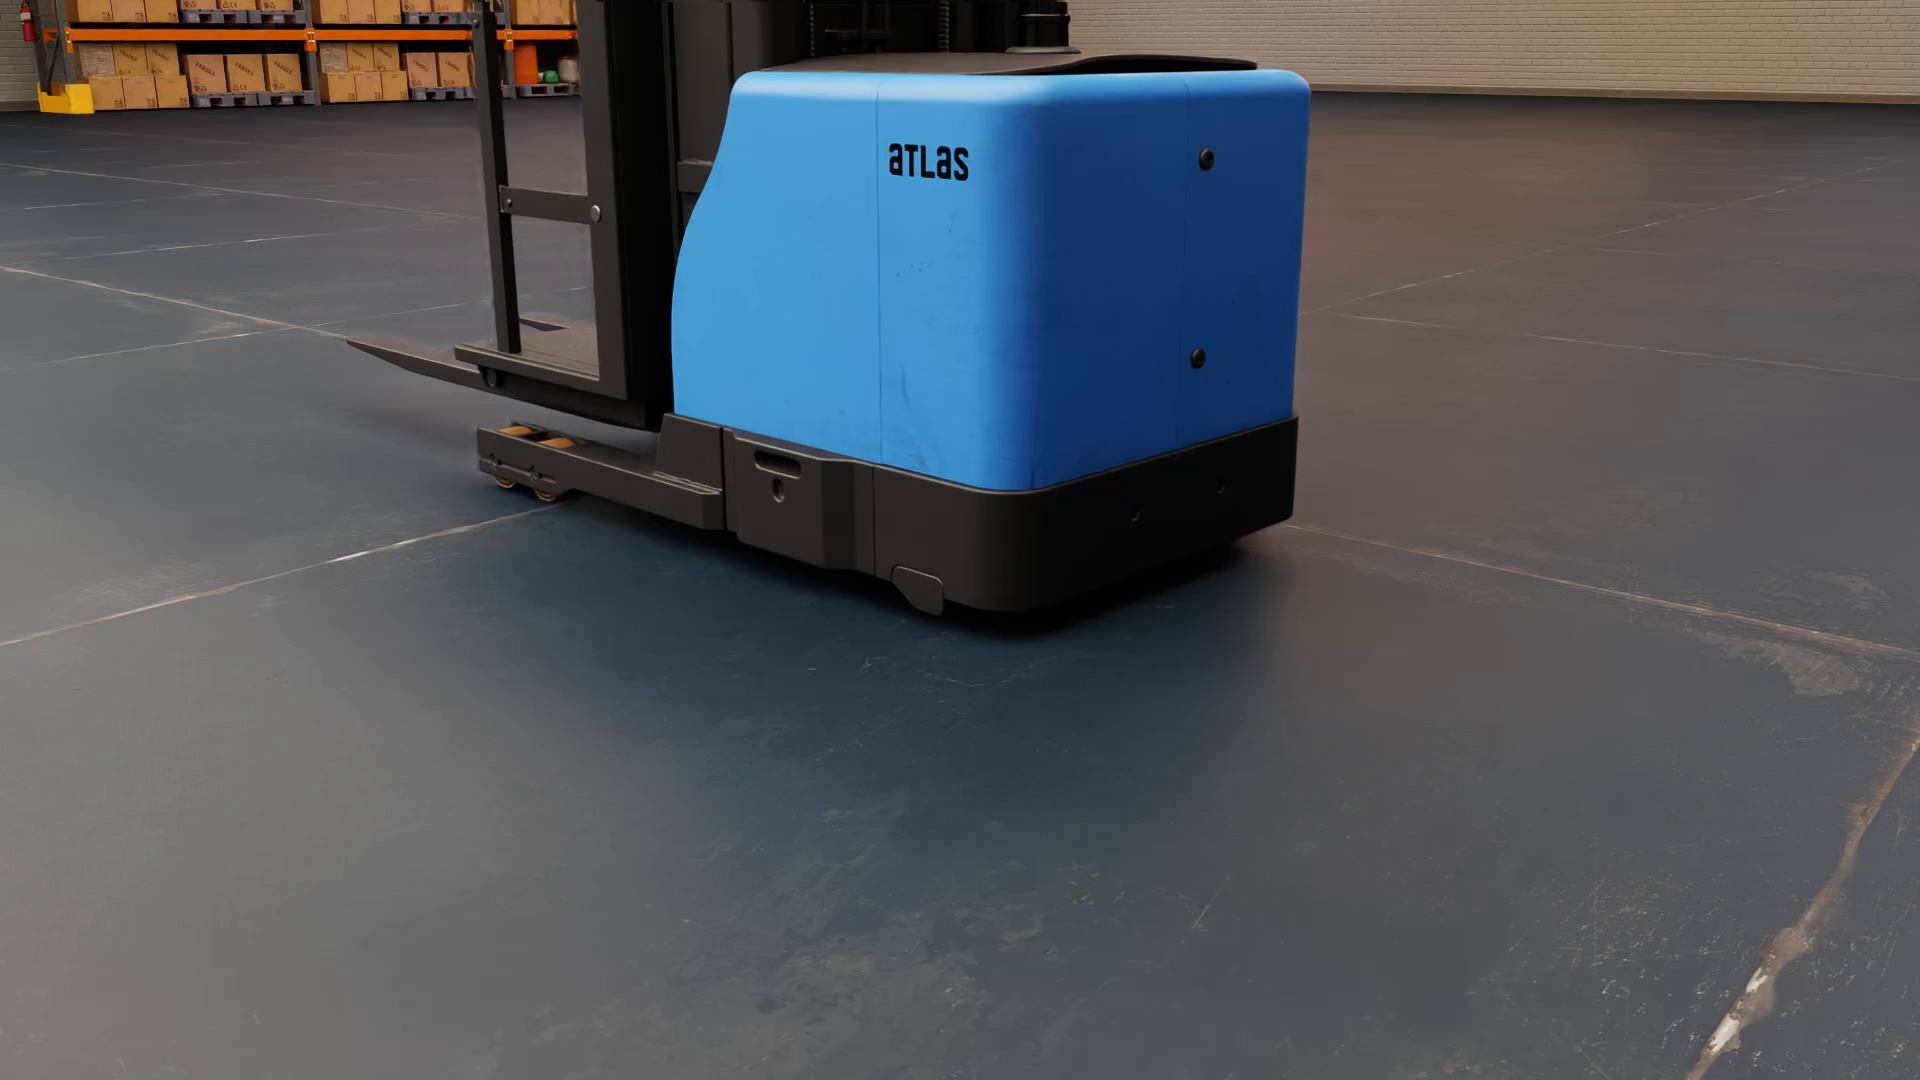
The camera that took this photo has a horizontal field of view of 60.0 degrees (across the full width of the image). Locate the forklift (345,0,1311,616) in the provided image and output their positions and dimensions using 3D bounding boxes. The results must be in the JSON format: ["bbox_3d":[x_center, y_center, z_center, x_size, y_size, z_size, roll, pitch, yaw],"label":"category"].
[{"bbox_3d":[-0.631,-1.594,4.149,3.031,2.935,1.130,16,23,41],"label":"forklift"}]
